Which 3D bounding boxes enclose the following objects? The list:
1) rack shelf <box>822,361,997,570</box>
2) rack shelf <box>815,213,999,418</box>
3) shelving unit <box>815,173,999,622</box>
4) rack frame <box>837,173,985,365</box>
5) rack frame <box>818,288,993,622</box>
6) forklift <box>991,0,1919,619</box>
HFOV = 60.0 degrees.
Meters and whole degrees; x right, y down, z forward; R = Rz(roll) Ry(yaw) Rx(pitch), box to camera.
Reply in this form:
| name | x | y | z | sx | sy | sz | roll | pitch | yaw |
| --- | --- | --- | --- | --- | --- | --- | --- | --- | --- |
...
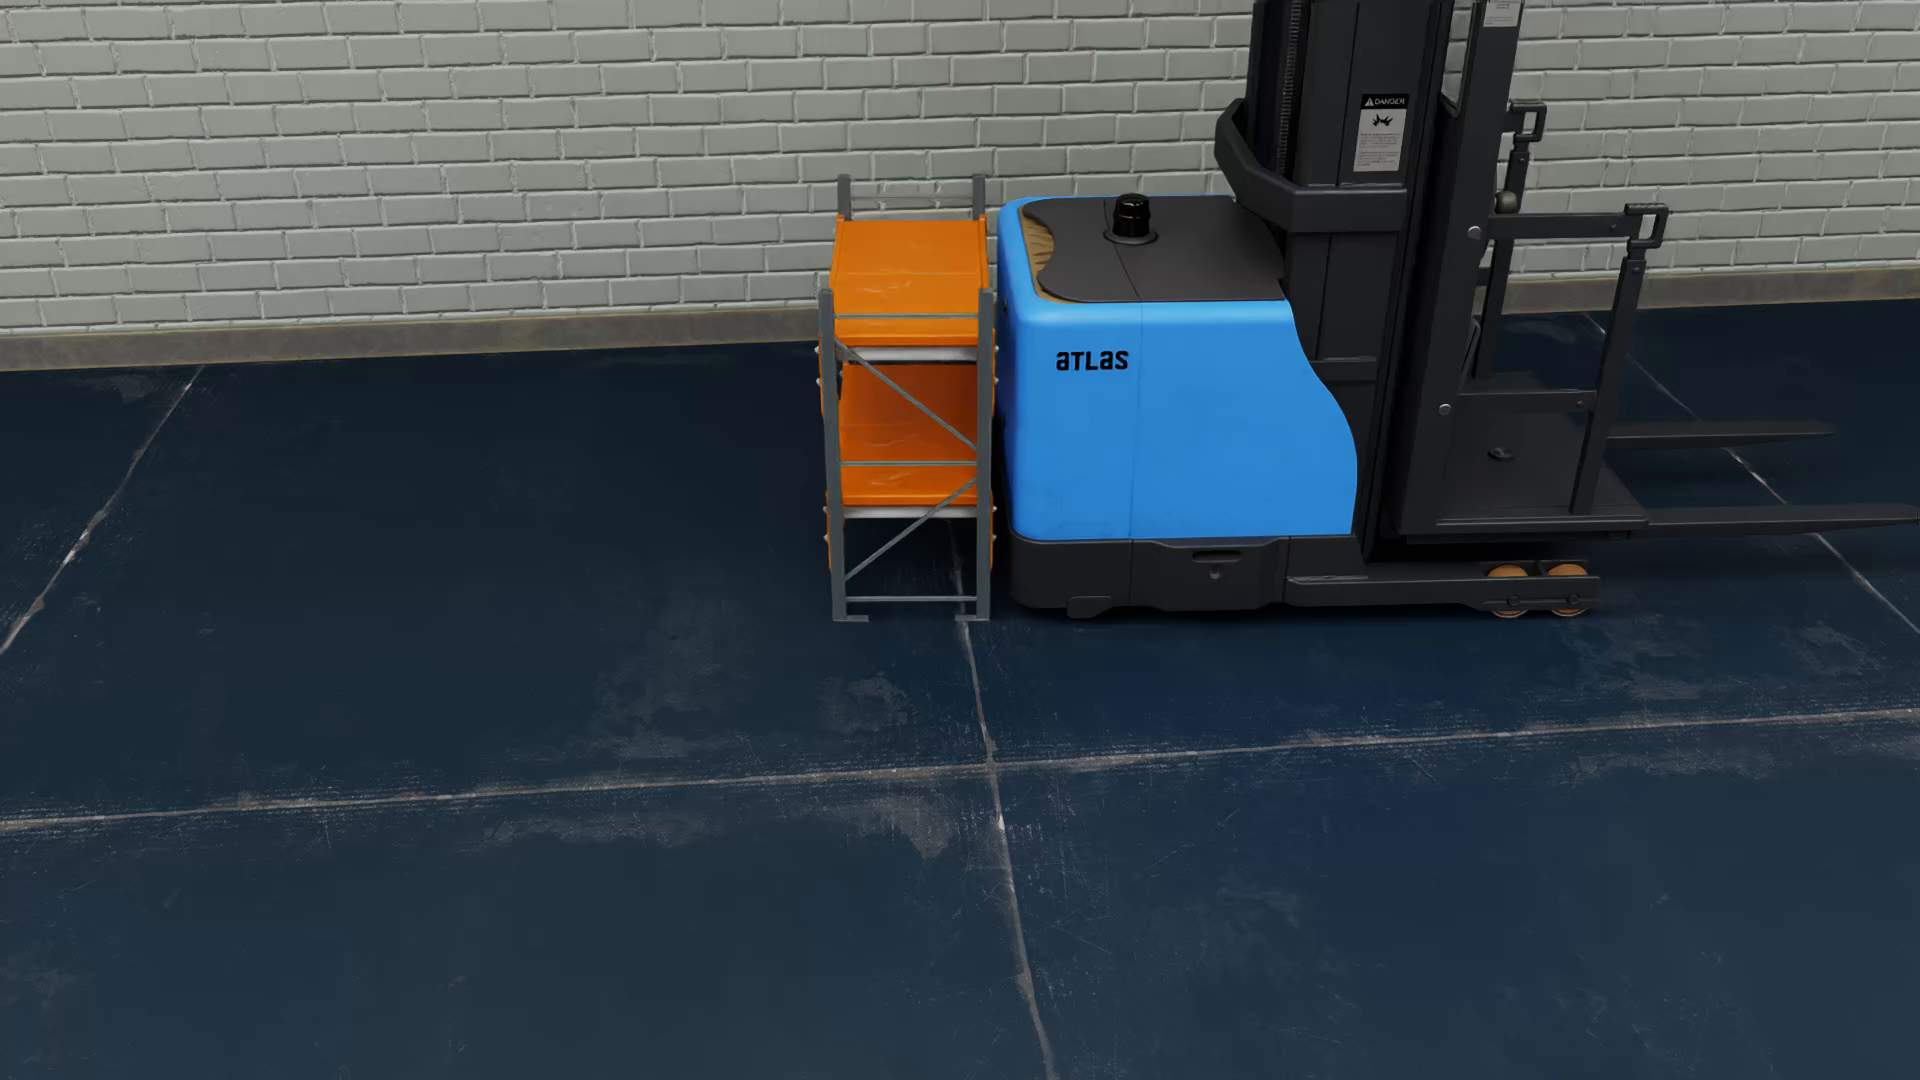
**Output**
| name | x | y | z | sx | sy | sz | roll | pitch | yaw |
| --- | --- | --- | --- | --- | --- | --- | --- | --- | --- |
| rack shelf | -0.160 | -0.280 | 5.598 | 0.538 | 0.278 | 1.000 | 0 | 31 | 0 |
| rack shelf | -0.160 | -0.741 | 5.323 | 0.538 | 0.278 | 1.000 | 0 | 31 | 0 |
| shelving unit | -0.160 | -0.490 | 5.473 | 0.538 | 1.125 | 1.048 | 0 | 31 | 0 |
| rack frame | -0.165 | -0.750 | 5.909 | 0.500 | 1.125 | 0.032 | 0 | 31 | 0 |
| rack frame | -0.155 | -0.229 | 5.037 | 0.500 | 1.125 | 0.032 | 0 | 31 | 0 |
| forklift | 1.646 | -1.280 | 5.035 | 3.031 | 2.935 | 1.130 | -1 | 31 | -2 |
